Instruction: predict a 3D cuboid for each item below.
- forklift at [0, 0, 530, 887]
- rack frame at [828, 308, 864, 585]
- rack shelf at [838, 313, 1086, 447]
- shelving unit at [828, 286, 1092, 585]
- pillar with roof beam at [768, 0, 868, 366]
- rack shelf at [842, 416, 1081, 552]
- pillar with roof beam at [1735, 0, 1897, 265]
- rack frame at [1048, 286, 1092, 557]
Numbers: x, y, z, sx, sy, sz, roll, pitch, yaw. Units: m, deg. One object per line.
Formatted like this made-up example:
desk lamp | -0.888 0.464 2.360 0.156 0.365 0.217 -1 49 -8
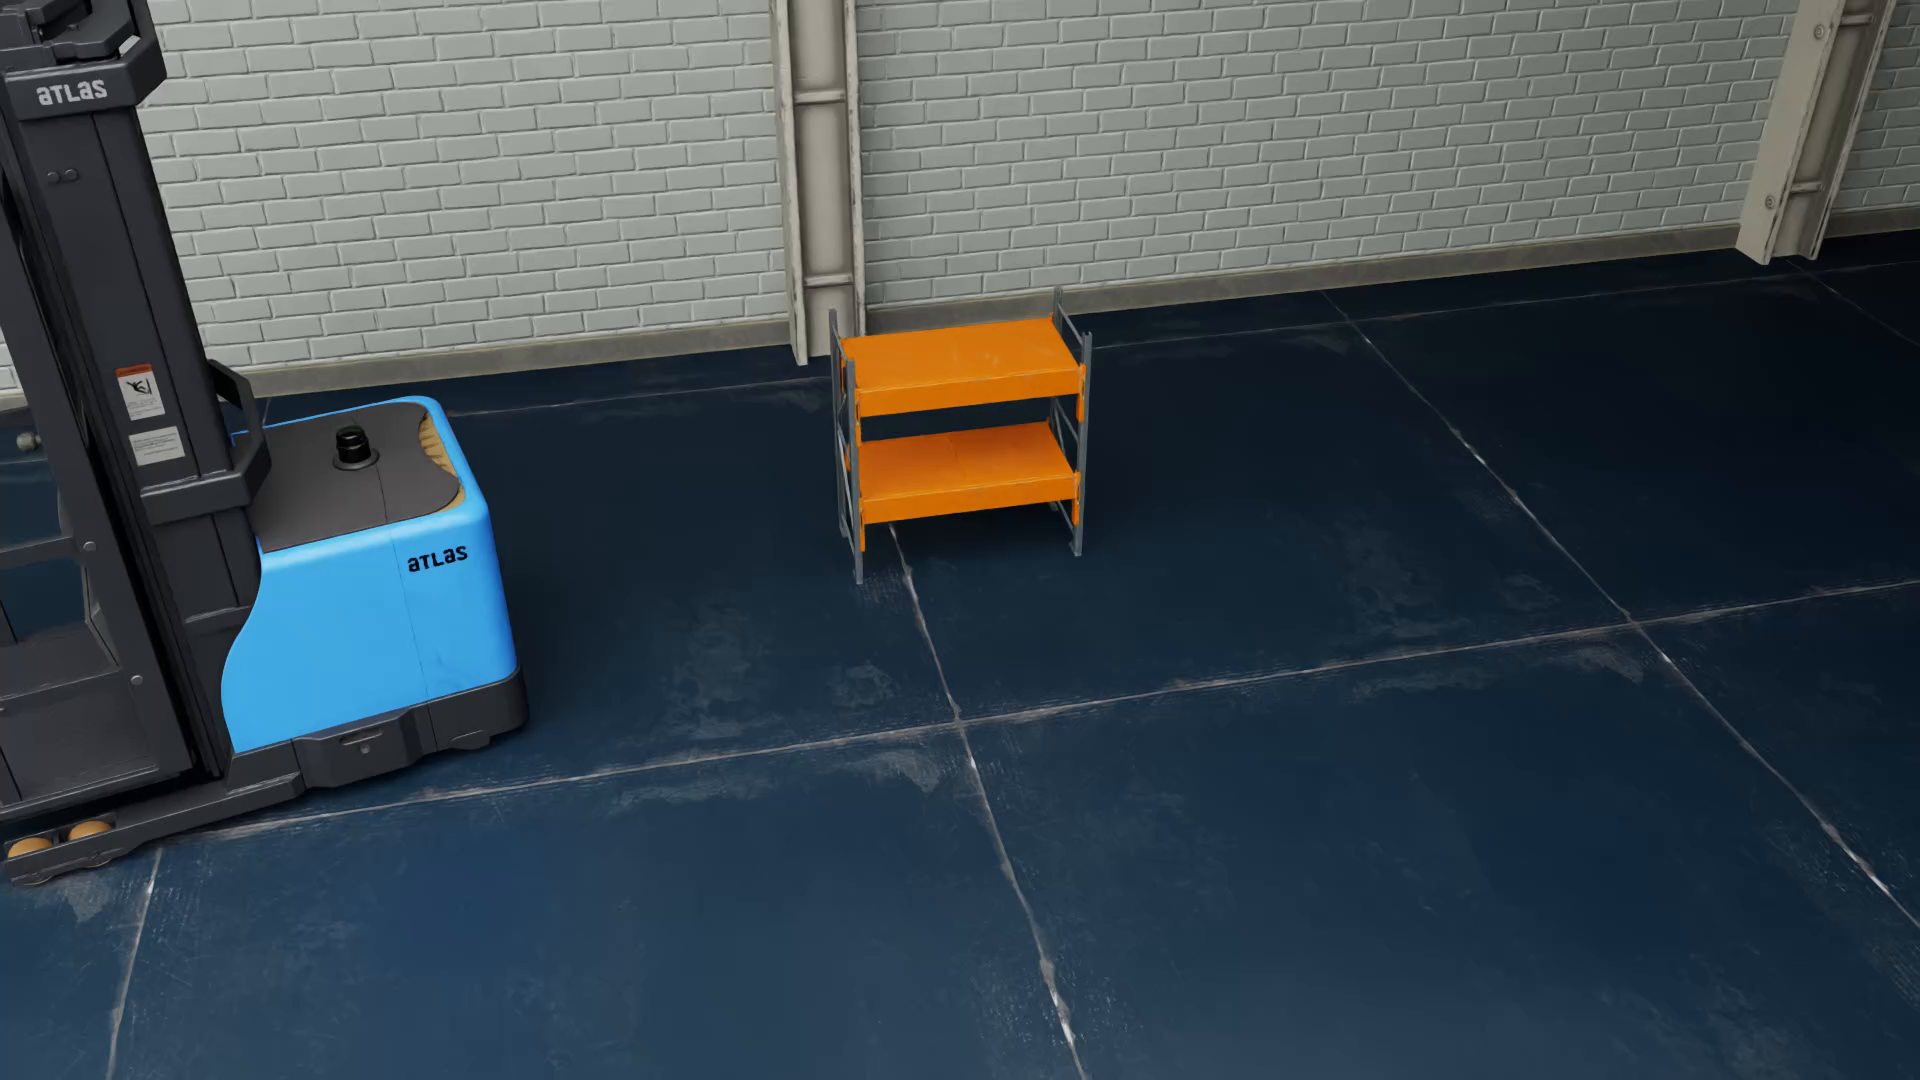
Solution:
forklift | -3.261 -0.328 5.608 3.031 2.935 1.130 -15 37 -21
rack frame | -0.502 -0.404 7.342 0.032 1.125 0.500 -7 35 -11
rack shelf | -0.007 -0.709 7.272 1.000 0.278 0.538 -7 35 -11
shelving unit | -0.007 -0.466 7.435 1.048 1.125 0.538 -7 35 -11
pillar with roof beam | 0.213 -2.468 3.352 0.400 9.000 9.100 -7 35 -11
rack shelf | -0.007 -0.263 7.572 1.000 0.278 0.538 -7 35 -11
pillar with roof beam | 6.065 -3.205 4.451 0.400 9.000 9.100 -7 35 -11
rack frame | 0.489 -0.529 7.528 0.032 1.125 0.500 -7 35 -11
